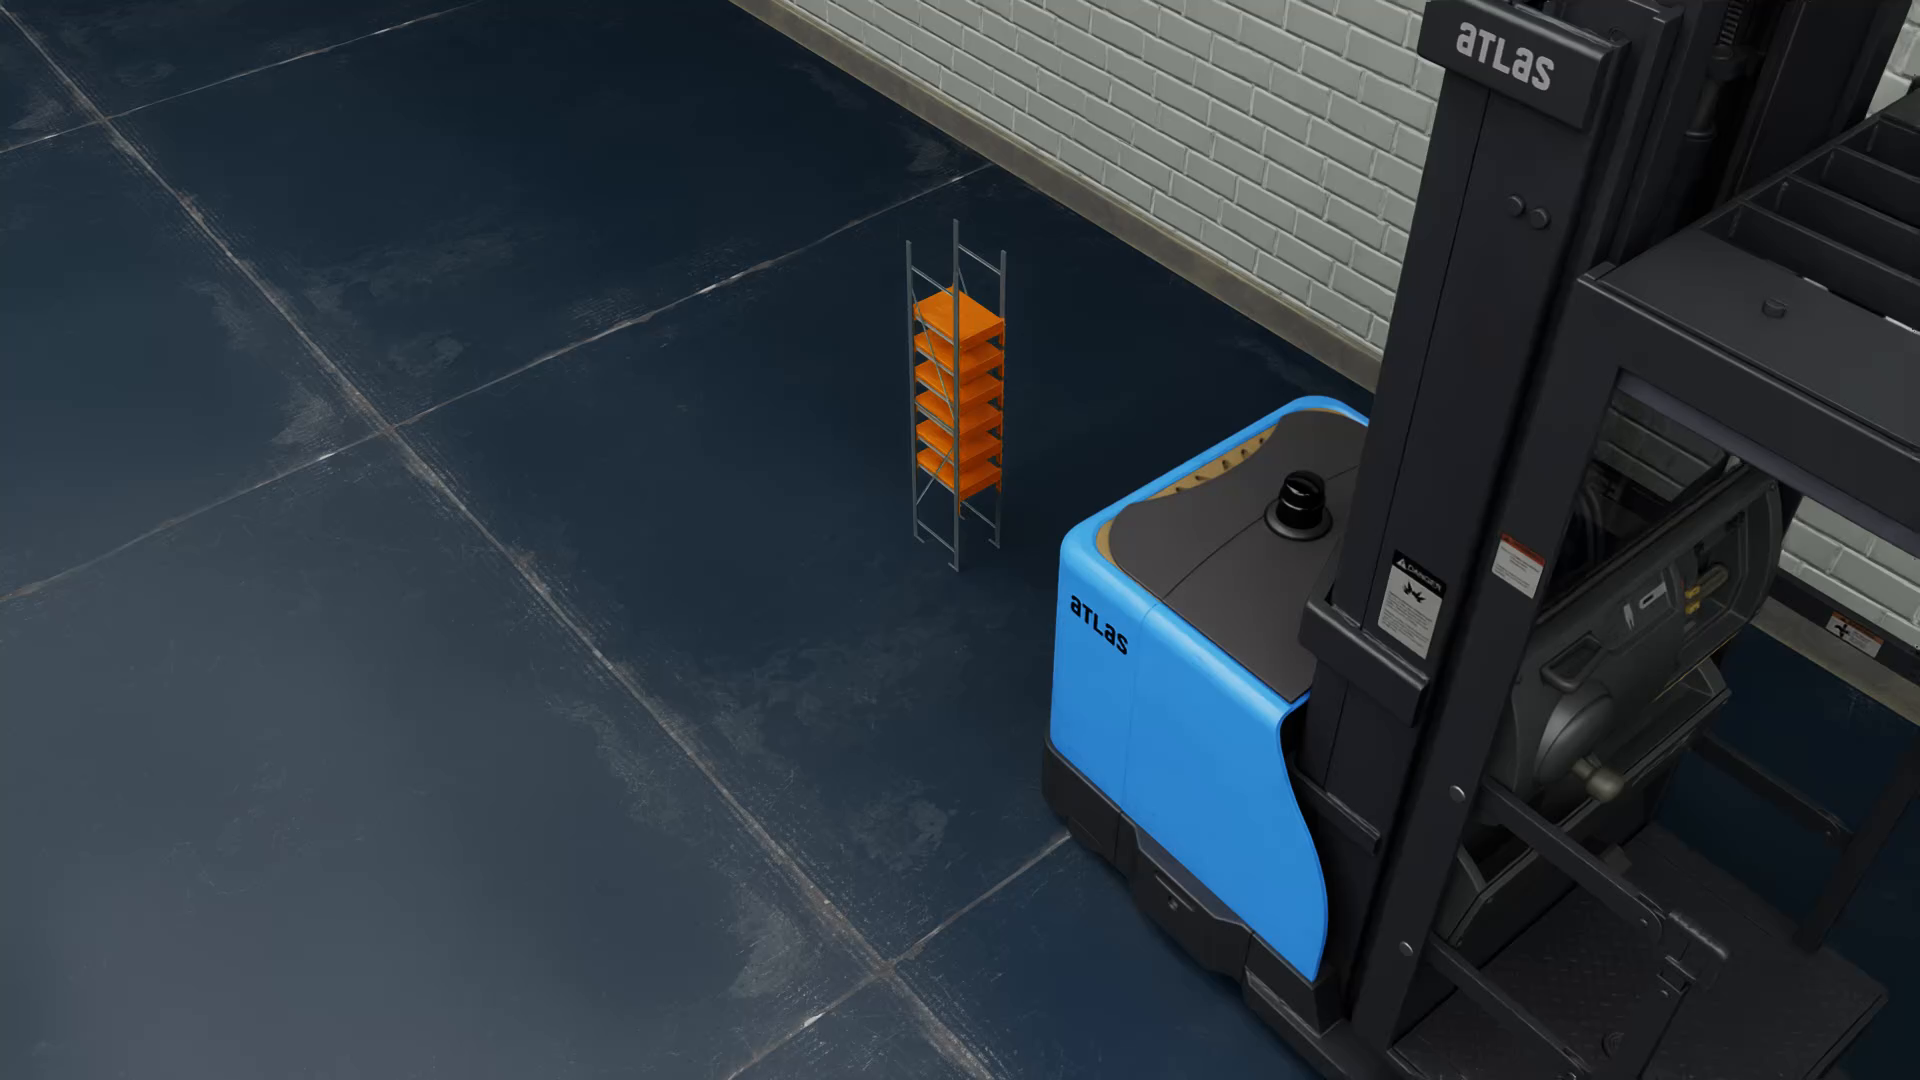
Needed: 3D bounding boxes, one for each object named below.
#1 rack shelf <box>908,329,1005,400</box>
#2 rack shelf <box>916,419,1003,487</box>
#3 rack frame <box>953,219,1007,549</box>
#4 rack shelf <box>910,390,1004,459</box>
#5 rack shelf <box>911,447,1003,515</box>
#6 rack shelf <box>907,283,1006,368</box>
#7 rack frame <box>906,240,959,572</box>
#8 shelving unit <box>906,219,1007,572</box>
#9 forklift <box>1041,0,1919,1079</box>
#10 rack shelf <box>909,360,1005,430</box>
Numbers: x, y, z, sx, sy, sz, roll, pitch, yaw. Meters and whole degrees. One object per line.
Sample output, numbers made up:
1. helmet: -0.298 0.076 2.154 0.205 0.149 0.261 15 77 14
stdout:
1. rack shelf: -0.011 -0.574 5.199 0.180 0.103 0.258 -30 51 -28
2. rack shelf: -0.011 -0.311 5.445 0.180 0.103 0.258 -30 51 -28
3. rack frame: 0.059 -0.471 5.375 0.006 1.200 0.240 -30 51 -28
4. rack shelf: -0.011 -0.399 5.363 0.180 0.103 0.258 -30 51 -28
5. rack shelf: -0.011 -0.224 5.527 0.180 0.103 0.258 -30 51 -28
6. rack shelf: -0.011 -0.661 5.116 0.180 0.103 0.258 -30 51 -28
7. rack frame: -0.081 -0.391 5.290 0.006 1.200 0.240 -30 51 -28
8. shelving unit: -0.011 -0.431 5.332 0.189 1.200 0.258 -30 51 -28
9. forklift: 1.556 0.277 3.314 1.130 2.935 3.031 -29 50 -27
10. rack shelf: -0.011 -0.486 5.281 0.180 0.103 0.258 -30 51 -28
